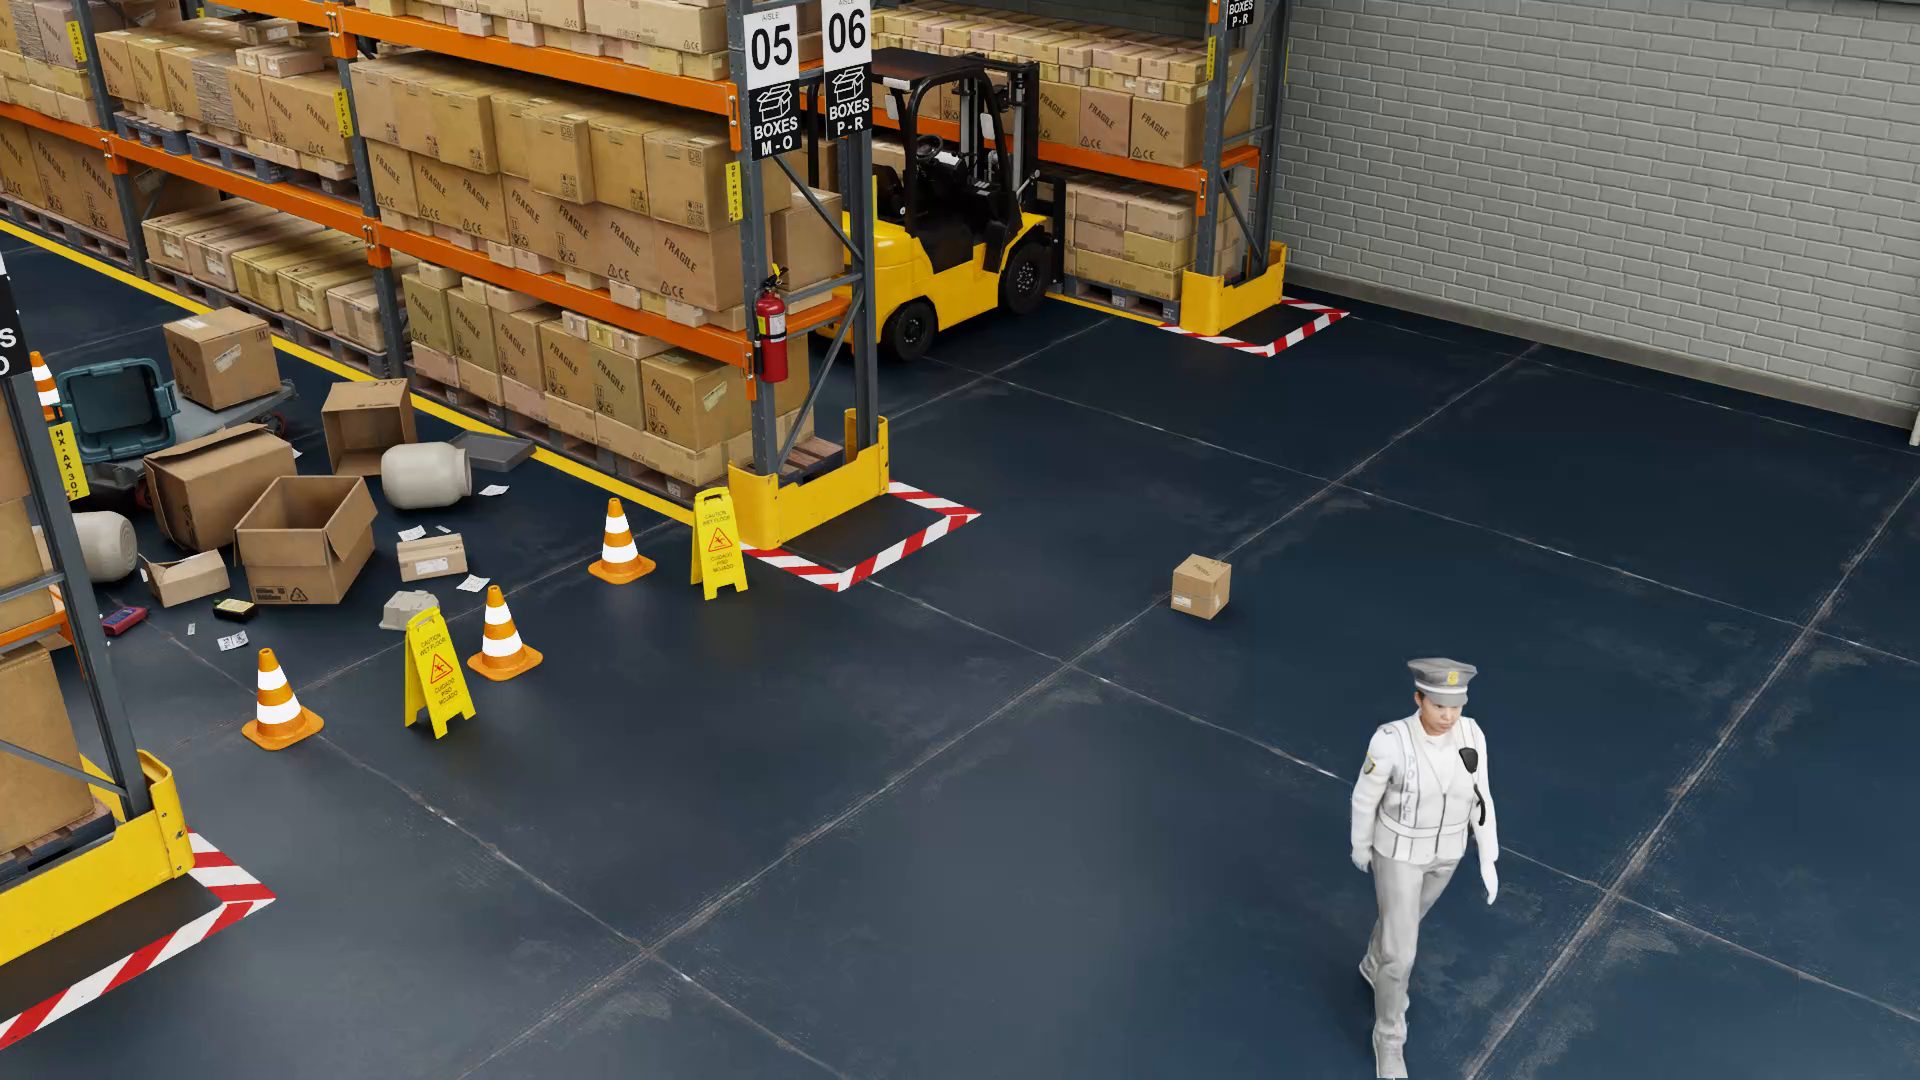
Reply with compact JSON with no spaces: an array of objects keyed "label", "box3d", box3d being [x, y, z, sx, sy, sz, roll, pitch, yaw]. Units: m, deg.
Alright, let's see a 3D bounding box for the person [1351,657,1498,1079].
[{"label":"person","box3d":[1.752,1.226,6.266,0.502,1.744,0.649,-6,28,-12]}]
